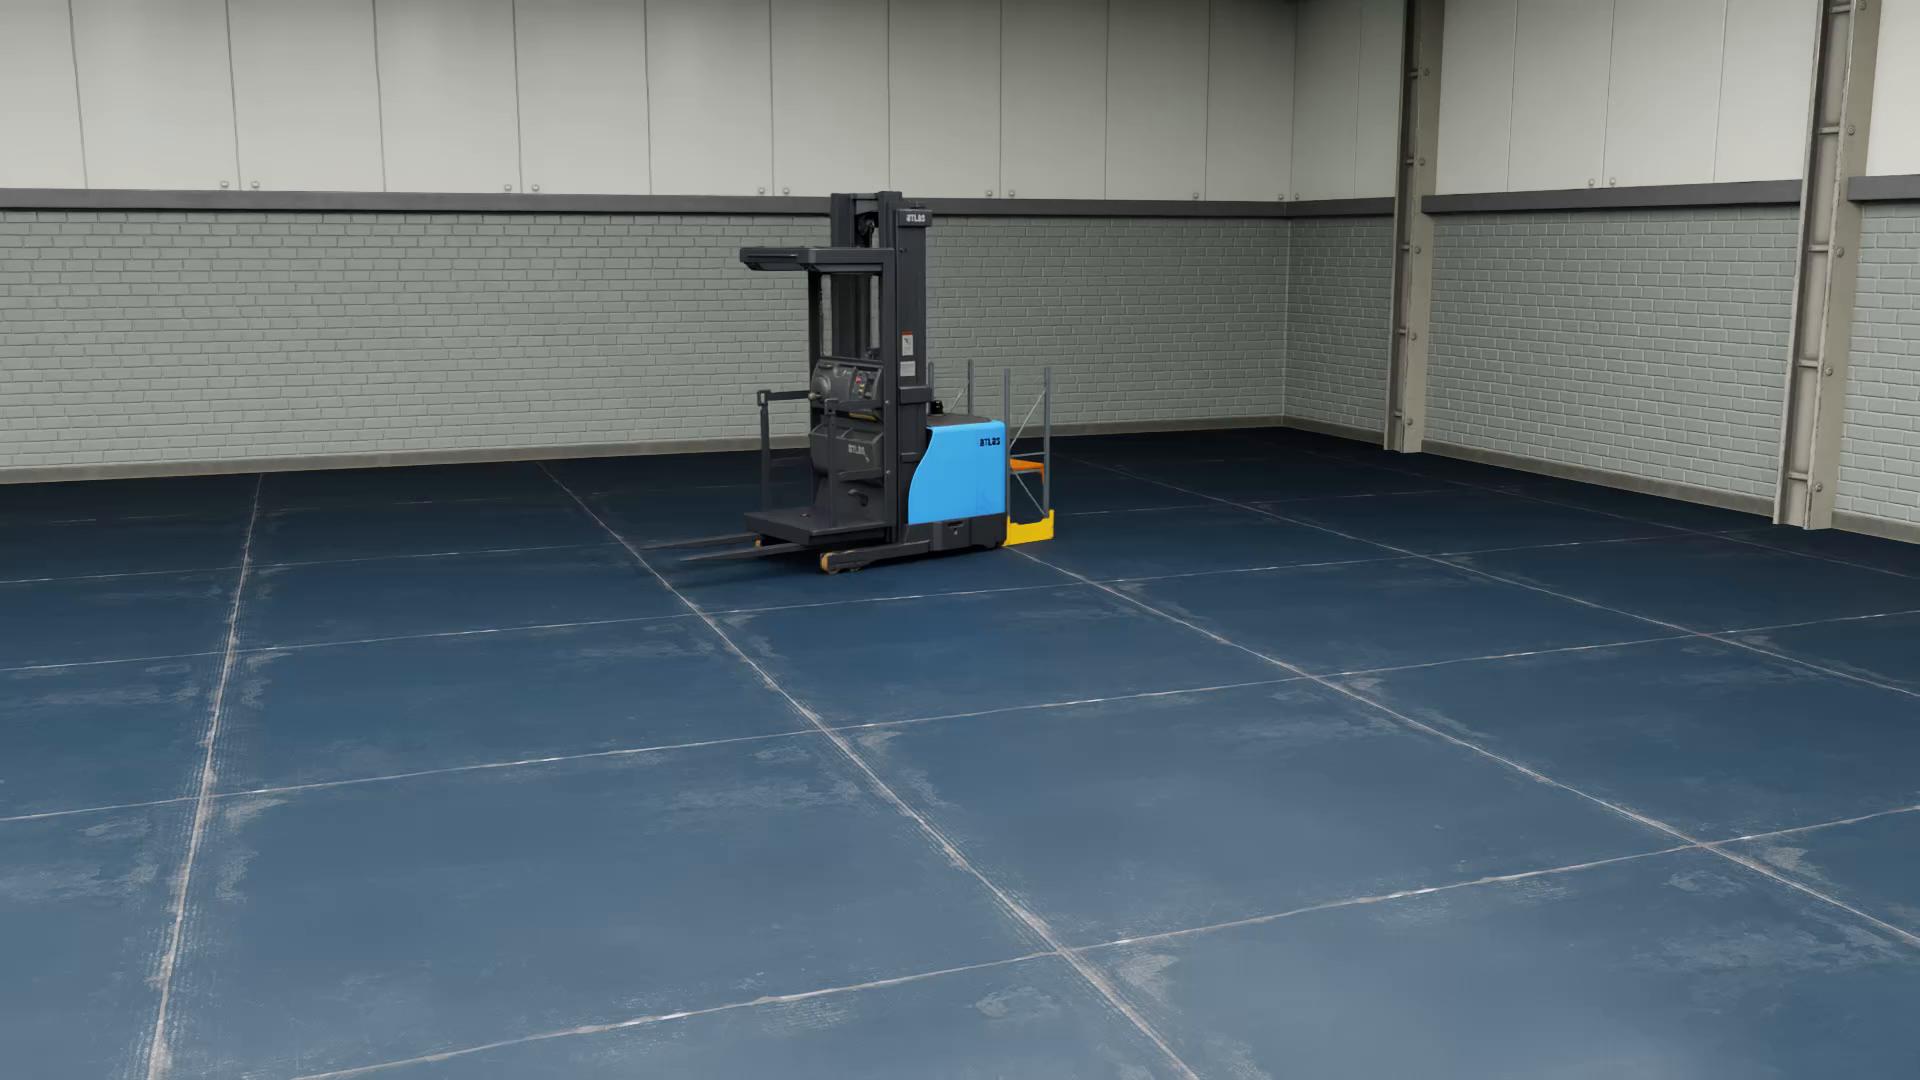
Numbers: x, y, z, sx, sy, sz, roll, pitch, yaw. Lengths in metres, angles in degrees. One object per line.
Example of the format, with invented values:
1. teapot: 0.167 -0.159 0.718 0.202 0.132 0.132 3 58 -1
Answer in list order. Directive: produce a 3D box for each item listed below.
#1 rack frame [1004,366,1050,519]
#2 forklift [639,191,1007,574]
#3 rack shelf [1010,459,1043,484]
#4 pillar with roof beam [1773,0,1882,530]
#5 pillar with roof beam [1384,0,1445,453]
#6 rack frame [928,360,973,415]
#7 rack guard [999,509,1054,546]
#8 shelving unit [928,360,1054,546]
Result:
1. rack frame: 0.573 -0.726 14.221 0.500 1.500 0.032 -8 13 -39
2. forklift: -1.079 -1.283 13.263 3.031 2.935 1.130 -8 13 -37
3. rack shelf: 0.245 -0.617 14.635 0.538 0.185 1.000 -8 13 -39
4. pillar with roof beam: 3.672 -4.290 12.843 9.100 9.000 0.400 -4 11 -21
5. pillar with roof beam: 1.498 -5.269 18.349 9.100 9.000 0.400 -4 11 -21
6. rack frame: -0.083 -0.863 14.986 0.500 1.500 0.032 -8 13 -39
7. rack guard: 0.572 -0.111 14.332 0.587 0.250 0.087 -8 13 -39
8. shelving unit: 0.251 -0.793 14.597 0.587 1.500 1.083 -8 13 -39
